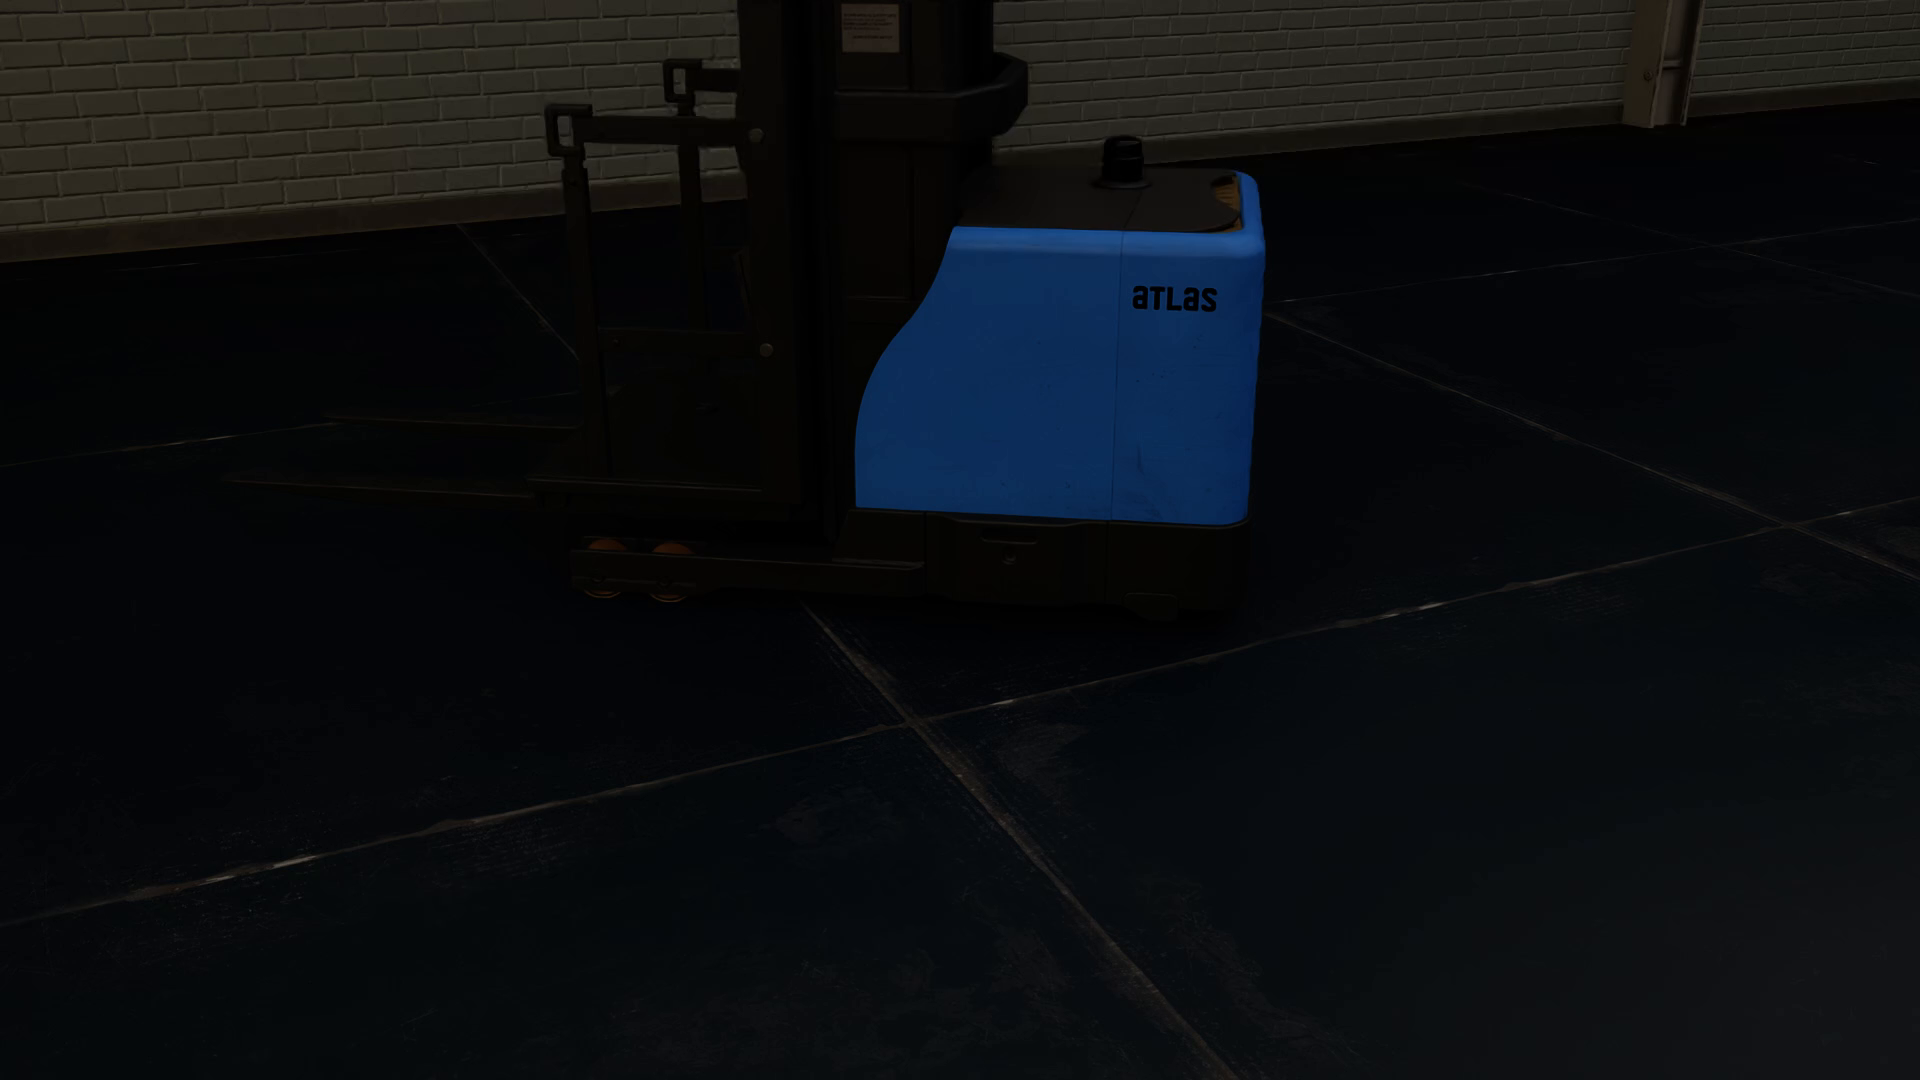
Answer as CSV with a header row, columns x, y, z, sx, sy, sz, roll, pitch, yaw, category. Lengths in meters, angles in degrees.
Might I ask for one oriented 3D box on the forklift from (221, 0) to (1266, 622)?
x,y,z,sx,sy,sz,roll,pitch,yaw,category
-0.660,-1.372,4.590,3.031,2.935,1.130,3,23,7,forklift
